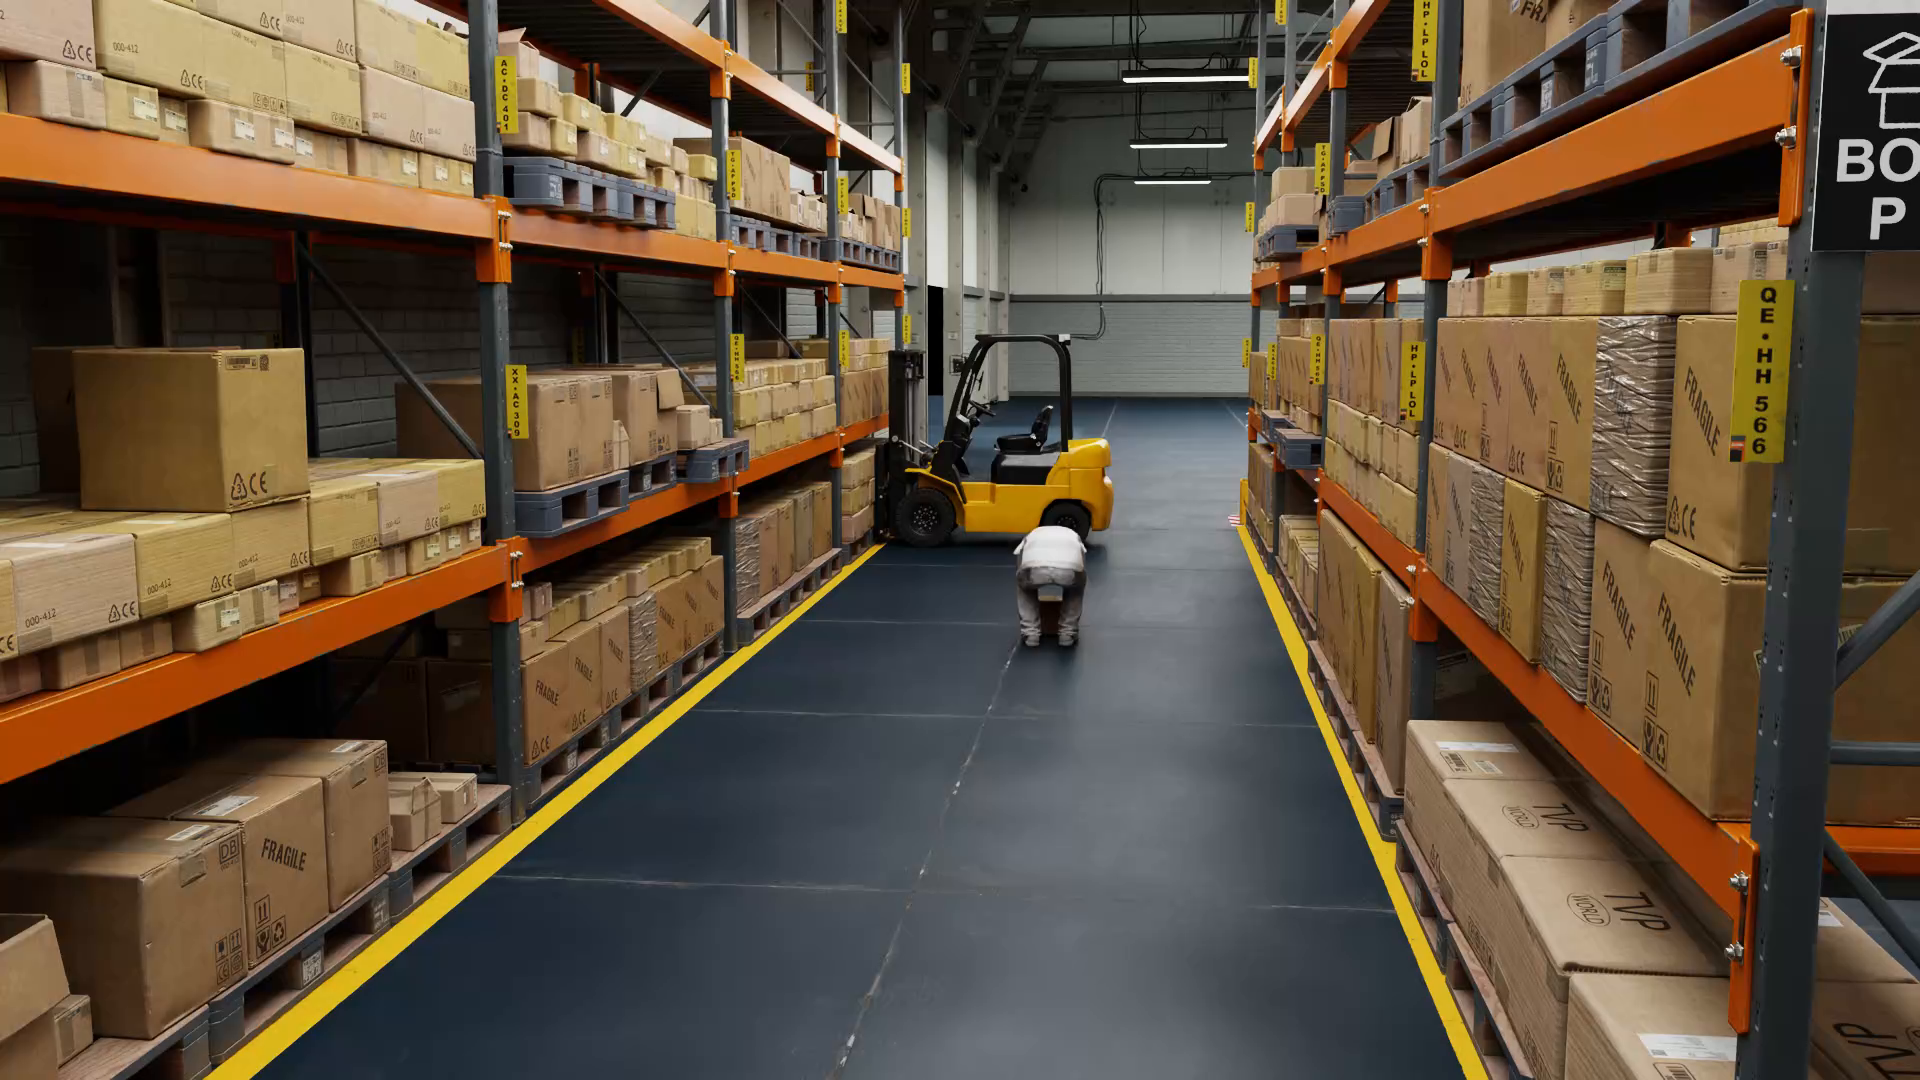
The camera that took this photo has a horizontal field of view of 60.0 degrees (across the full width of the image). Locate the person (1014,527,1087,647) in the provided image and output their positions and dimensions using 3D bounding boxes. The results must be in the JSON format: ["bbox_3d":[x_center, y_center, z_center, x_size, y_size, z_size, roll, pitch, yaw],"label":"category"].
[{"bbox_3d":[0.647,0.325,12.002,0.534,0.845,0.992,1,8,4],"label":"person"}]
